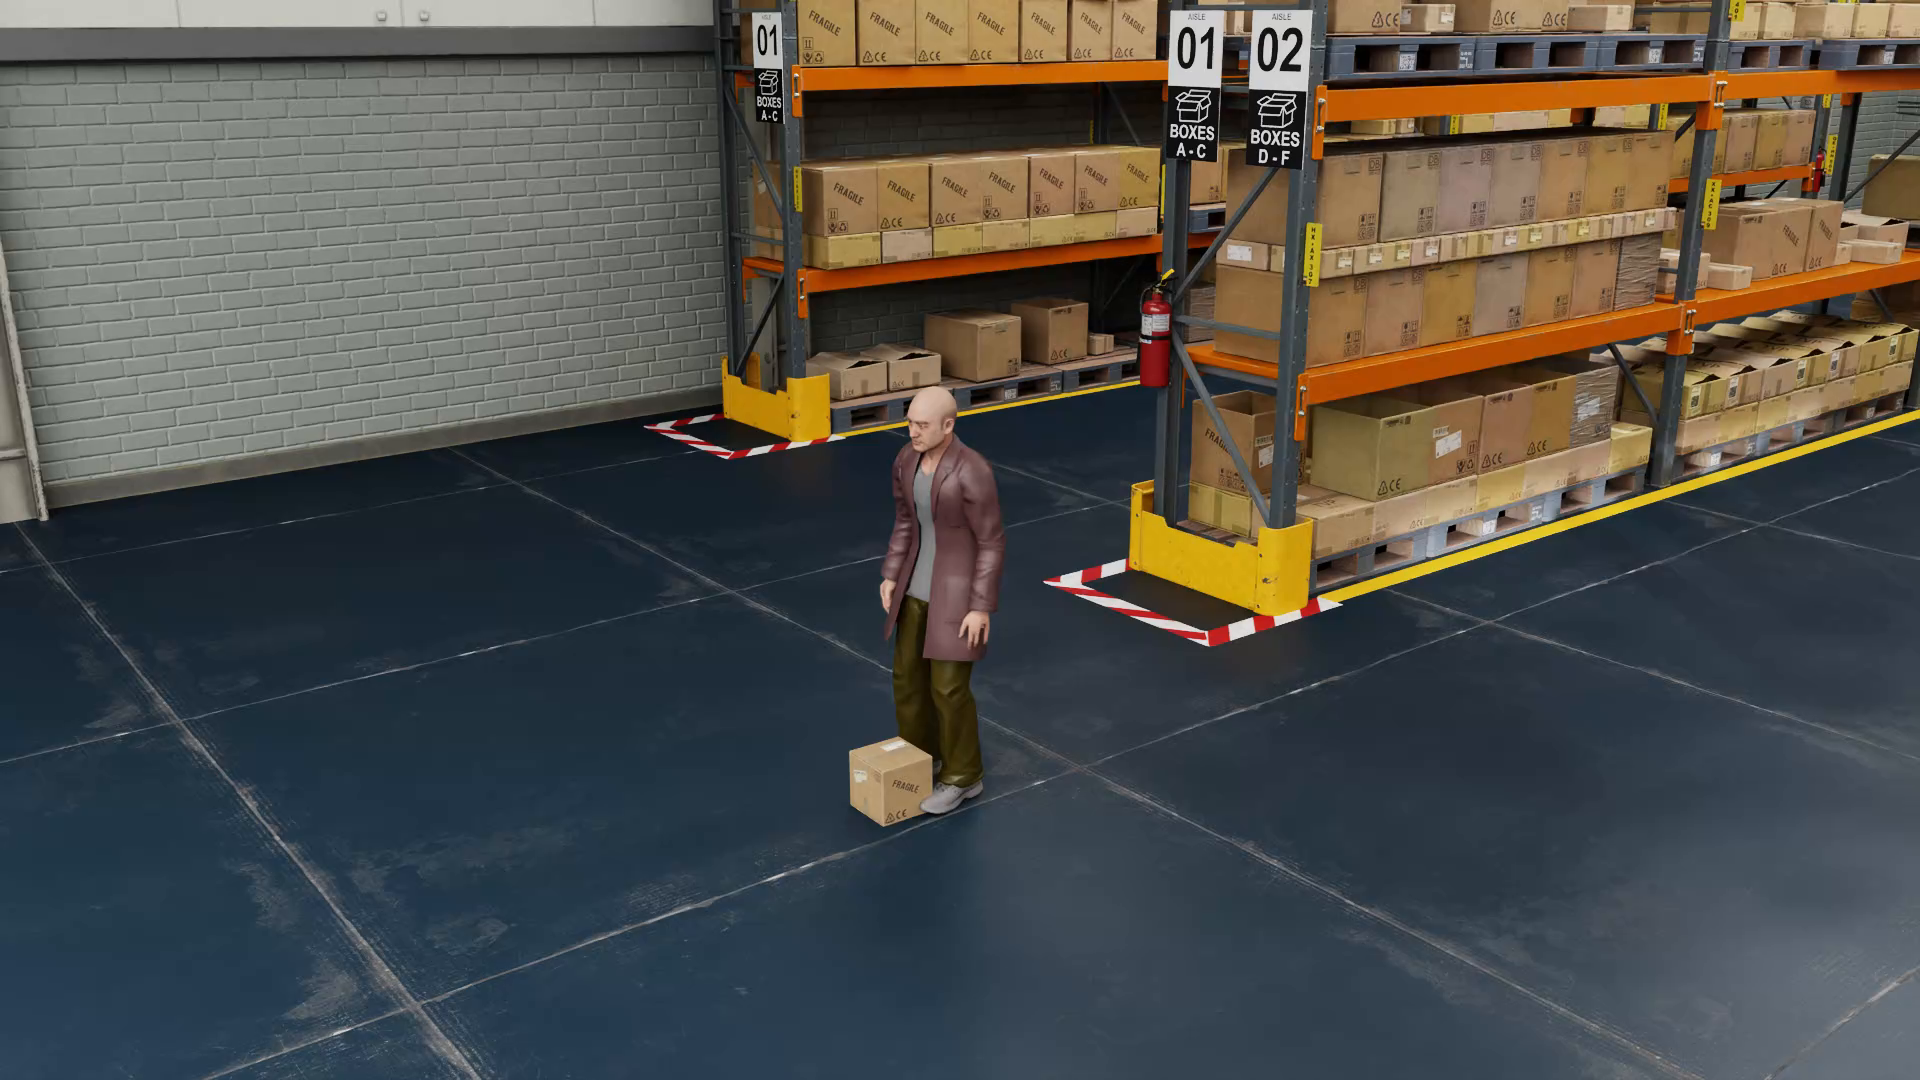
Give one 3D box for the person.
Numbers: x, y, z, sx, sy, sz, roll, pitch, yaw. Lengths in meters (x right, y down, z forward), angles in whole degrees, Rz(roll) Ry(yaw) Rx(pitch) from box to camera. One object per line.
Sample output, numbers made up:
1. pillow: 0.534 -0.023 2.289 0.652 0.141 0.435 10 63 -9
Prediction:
1. person: -0.086 0.232 6.837 0.425 1.773 0.652 -15 23 -39
